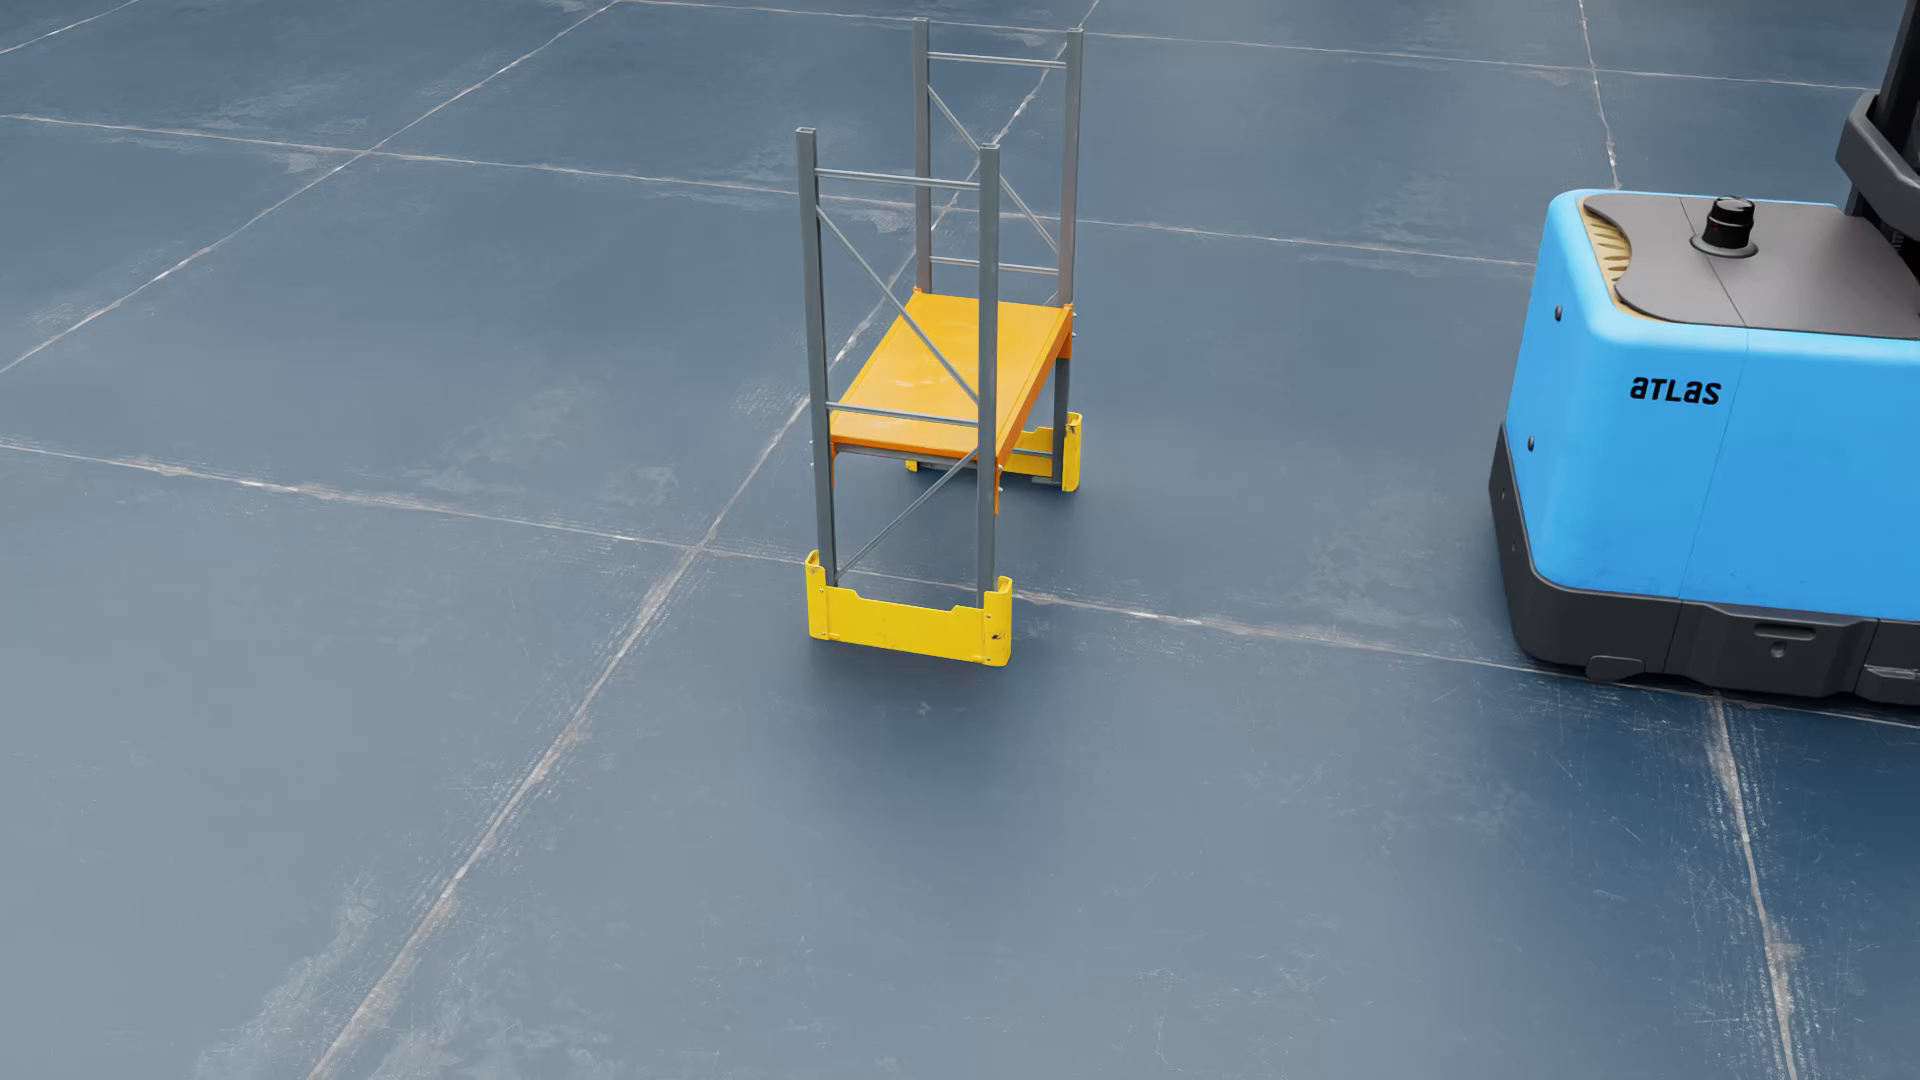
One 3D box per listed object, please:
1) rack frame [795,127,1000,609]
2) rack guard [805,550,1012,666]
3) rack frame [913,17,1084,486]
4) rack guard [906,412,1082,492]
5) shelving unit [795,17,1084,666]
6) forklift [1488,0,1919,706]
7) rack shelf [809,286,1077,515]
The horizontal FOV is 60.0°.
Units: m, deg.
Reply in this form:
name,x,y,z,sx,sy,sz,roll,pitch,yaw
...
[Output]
name,x,y,z,sx,sy,sz,roll,pitch,yaw
rack frame,-0.151,-0.325,4.363,0.500,1.500,0.032,8,33,12
rack guard,-0.146,0.192,4.714,0.587,0.250,0.087,8,33,12
rack frame,0.107,-0.852,5.193,0.500,1.500,0.032,8,33,12
rack guard,0.107,-0.324,5.527,0.587,0.250,0.087,8,33,12
shelving unit,-0.019,-0.593,4.785,0.587,1.500,1.083,8,33,12
forklift,3.127,-0.979,4.059,3.031,2.935,1.130,5,33,9
rack shelf,-0.022,-0.437,4.875,0.538,0.185,1.000,8,33,12
